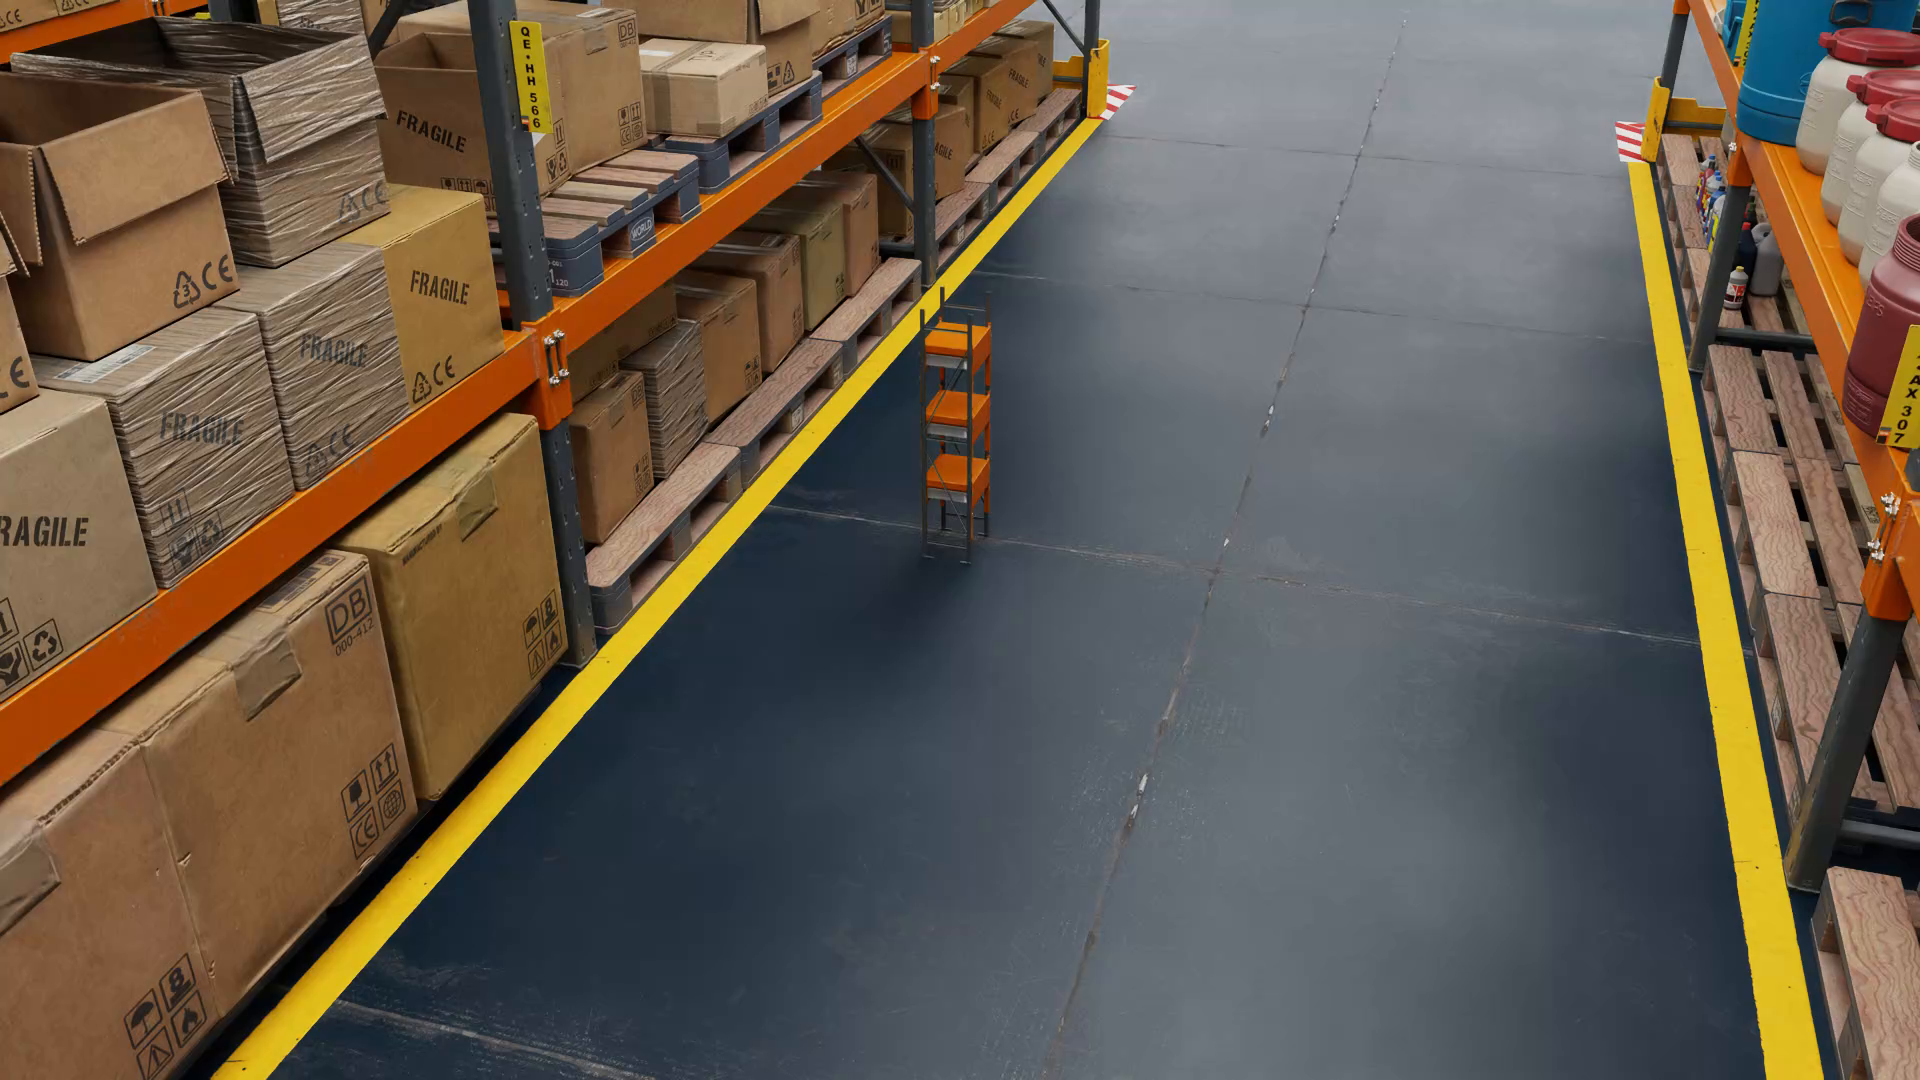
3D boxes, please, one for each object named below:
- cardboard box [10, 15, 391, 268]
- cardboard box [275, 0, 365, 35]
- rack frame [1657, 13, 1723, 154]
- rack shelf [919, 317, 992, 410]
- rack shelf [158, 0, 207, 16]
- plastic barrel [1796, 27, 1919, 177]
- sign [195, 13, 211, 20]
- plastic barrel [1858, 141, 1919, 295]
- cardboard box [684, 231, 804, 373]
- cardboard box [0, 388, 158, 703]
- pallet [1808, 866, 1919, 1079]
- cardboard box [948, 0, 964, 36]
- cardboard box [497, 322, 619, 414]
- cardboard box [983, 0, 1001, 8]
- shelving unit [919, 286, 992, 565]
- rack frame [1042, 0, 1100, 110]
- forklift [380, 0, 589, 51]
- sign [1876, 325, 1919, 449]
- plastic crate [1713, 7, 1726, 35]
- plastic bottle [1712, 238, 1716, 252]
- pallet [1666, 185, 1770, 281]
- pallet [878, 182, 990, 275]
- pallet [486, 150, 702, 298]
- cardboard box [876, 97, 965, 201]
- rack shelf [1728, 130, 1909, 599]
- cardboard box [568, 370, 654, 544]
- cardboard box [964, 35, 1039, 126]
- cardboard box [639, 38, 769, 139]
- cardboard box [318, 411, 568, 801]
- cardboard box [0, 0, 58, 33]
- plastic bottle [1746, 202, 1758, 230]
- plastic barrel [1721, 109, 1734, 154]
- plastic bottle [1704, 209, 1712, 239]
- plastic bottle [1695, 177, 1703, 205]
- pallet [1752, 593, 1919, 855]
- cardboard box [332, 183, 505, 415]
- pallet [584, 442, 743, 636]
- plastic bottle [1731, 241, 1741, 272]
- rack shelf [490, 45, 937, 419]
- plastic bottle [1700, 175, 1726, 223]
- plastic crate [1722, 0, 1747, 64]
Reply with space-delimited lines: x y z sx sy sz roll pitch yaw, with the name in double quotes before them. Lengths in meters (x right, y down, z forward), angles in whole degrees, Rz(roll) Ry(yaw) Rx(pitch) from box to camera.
"cardboard box" -2.034 -1.088 4.486 0.797 0.503 0.637 10 30 17
"cardboard box" -4.829 -3.514 11.735 0.875 0.875 0.875 9 30 15
"rack frame" 5.279 -3.955 10.773 1.000 3.000 0.127 8 30 15
"rack shelf" -0.016 -0.673 6.317 0.215 0.259 0.240 8 30 15
"rack shelf" -4.755 -4.172 11.904 1.077 0.370 4.000 8 30 15
"plastic barrel" 3.614 -1.742 6.656 0.433 0.535 0.433 0 29 0
"sign" -2.326 -1.488 5.230 0.100 0.325 0.005 8 30 15
"plastic barrel" 3.152 -0.990 5.329 0.421 0.512 0.421 0 29 0
"cardboard box" -1.153 -1.141 7.834 0.700 0.500 0.500 6 30 11
"cardboard box" -2.164 -0.014 3.586 0.500 0.500 0.500 9 30 16
"pallet" 2.739 1.354 4.099 1.003 0.211 1.213 8 30 15
"cardboard box" -0.194 -2.864 9.071 0.380 0.149 0.250 8 30 15
"cardboard box" -1.636 -0.687 6.246 0.500 0.250 0.500 10 31 17
"cardboard box" 0.030 -3.212 9.697 0.380 0.149 0.250 8 30 15
"shelving unit" -0.016 -0.434 6.450 0.215 1.050 0.252 8 30 15
"rack frame" 0.544 -4.661 12.044 1.000 3.000 0.127 8 30 15
"forklift" -2.627 -2.468 8.171 1.130 2.935 3.031 21 35 33
"sign" 2.403 -0.383 4.186 0.100 0.325 0.005 8 30 15
"plastic crate" 4.339 -2.771 8.917 0.530 0.136 0.437 8 30 15
"plastic bottle" 4.083 -1.612 8.904 0.061 0.283 0.133 11 31 18
"pallet" 4.698 -1.752 9.682 1.003 0.211 1.213 8 30 15
"pallet" -0.467 -1.901 9.950 1.003 0.211 1.213 8 30 15
"pallet" -1.697 -1.206 6.030 1.213 0.211 1.003 8 30 15
"cardboard box" -0.314 -2.341 10.012 0.500 0.500 0.500 19 34 30
"rack shelf" 3.518 -0.852 5.936 1.077 0.370 4.000 8 30 15
"cardboard box" -1.627 -0.358 6.426 0.700 0.500 0.500 7 30 12
"cardboard box" 0.202 -3.182 11.524 0.500 0.500 0.500 17 33 28
"cardboard box" -1.092 -1.808 6.636 0.500 0.250 0.500 8 30 13
"cardboard box" -2.027 0.119 5.204 1.225 0.875 0.875 7 30 13
"cardboard box" -5.388 -3.085 9.108 0.500 0.500 0.500 8 30 14
"plastic bottle" 4.275 -1.678 9.022 0.061 0.283 0.133 8 30 15
"plastic barrel" 5.159 -2.734 10.707 0.421 0.512 0.421 0 29 0
"plastic bottle" 4.229 -1.779 9.287 0.097 0.201 0.097 0 29 0
"plastic bottle" 4.418 -2.078 9.825 0.097 0.201 0.097 0 29 0
"pallet" 3.195 0.627 5.405 1.003 0.211 1.213 8 30 15
"cardboard box" -1.712 -0.723 4.860 0.500 0.500 0.500 9 30 16
"pallet" -1.573 -0.088 6.691 1.003 0.211 1.213 8 30 15
"plastic bottle" 3.931 -1.372 8.472 0.061 0.283 0.133 10 31 17
"rack shelf" -1.217 -1.559 7.206 1.077 0.370 4.000 8 30 15
"plastic bottle" 4.319 -1.951 9.525 0.097 0.271 0.097 0 29 0
"plastic crate" 4.170 -2.584 8.462 0.499 0.251 0.616 8 30 15
